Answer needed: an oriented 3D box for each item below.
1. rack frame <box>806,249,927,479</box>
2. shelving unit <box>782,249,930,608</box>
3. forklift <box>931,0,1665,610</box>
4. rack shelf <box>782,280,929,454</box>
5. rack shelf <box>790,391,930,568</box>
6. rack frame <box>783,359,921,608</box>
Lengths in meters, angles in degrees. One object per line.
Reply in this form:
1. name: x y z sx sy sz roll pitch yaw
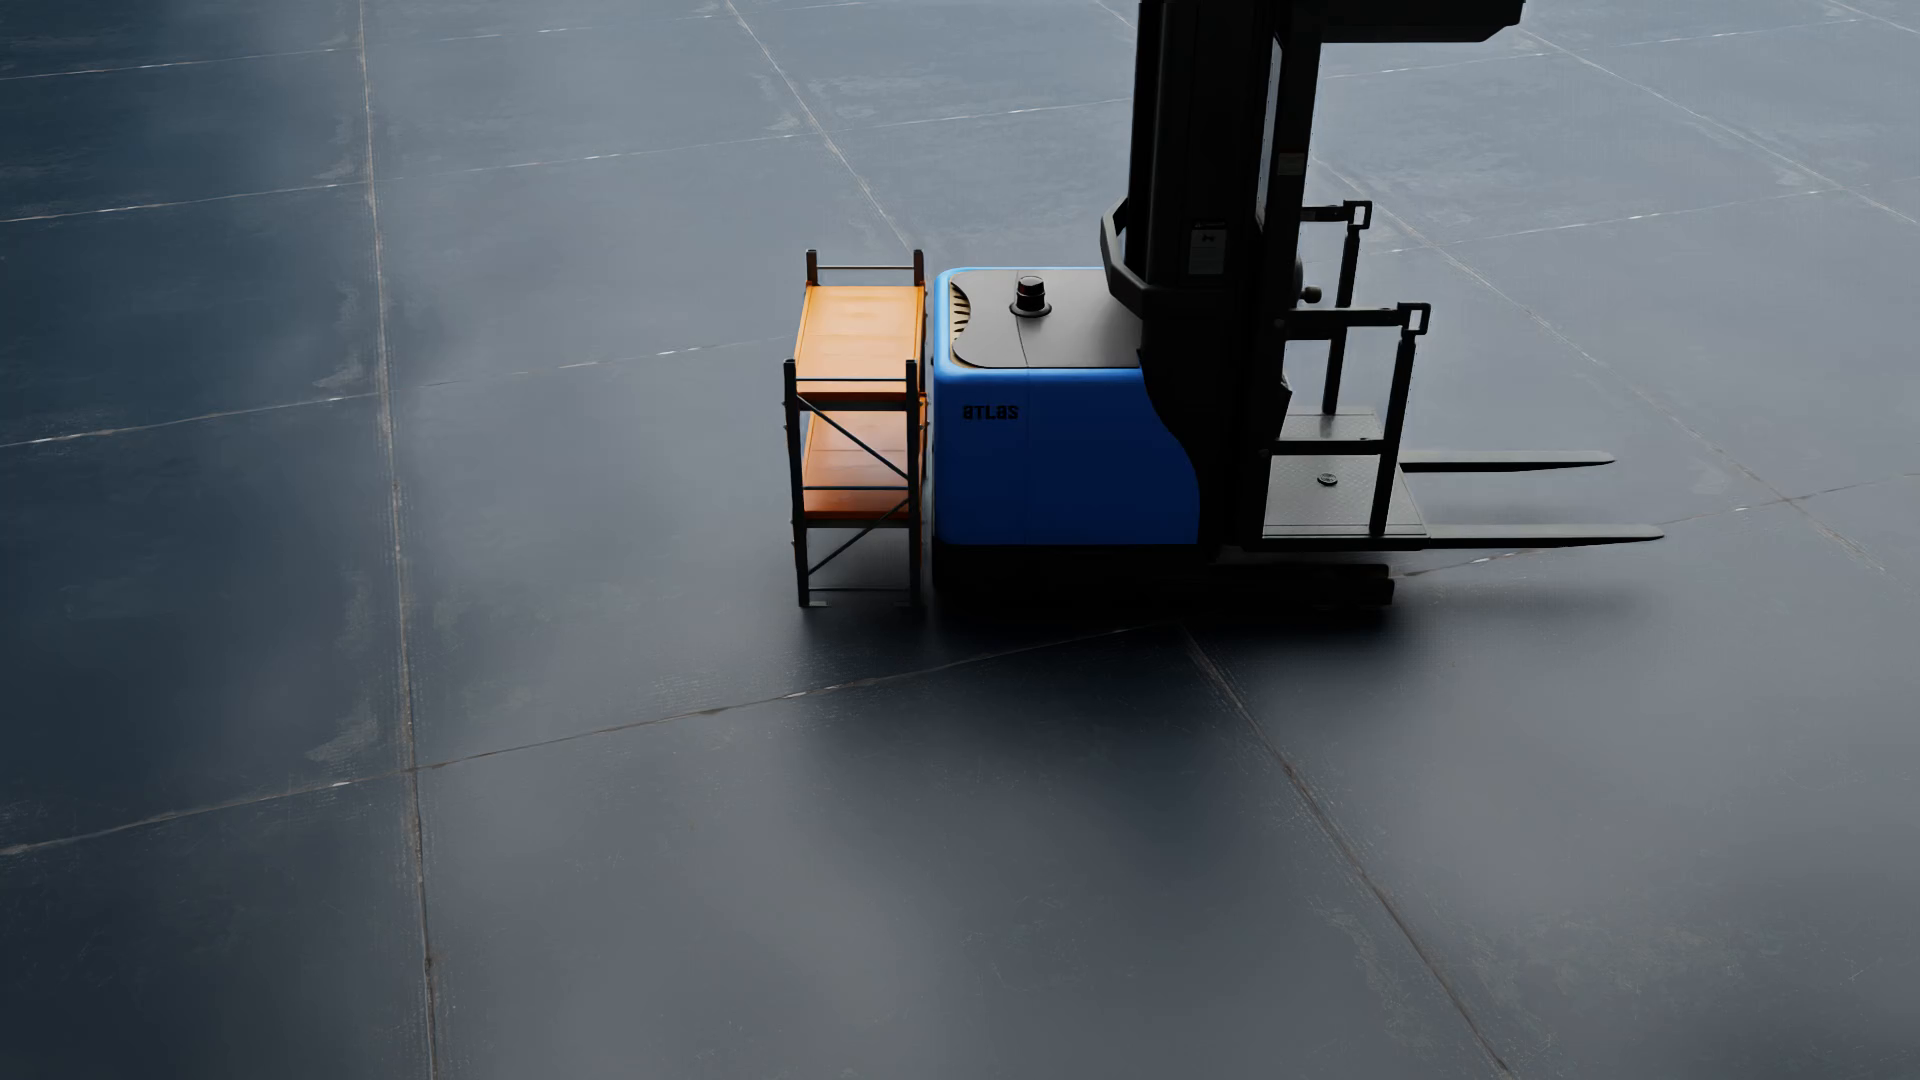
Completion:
1. rack frame: -0.404 -0.761 7.382 0.500 1.125 0.032 0 33 0
2. shelving unit: -0.408 -0.481 6.958 0.538 1.125 1.048 0 33 0
3. forklift: 1.397 -1.230 6.452 3.031 2.935 1.130 0 33 0
4. rack shelf: -0.408 -0.725 6.797 0.538 0.278 1.000 0 33 0
5. rack shelf: -0.408 -0.277 7.093 0.538 0.278 1.000 0 33 0
6. rack frame: -0.411 -0.201 6.534 0.500 1.125 0.032 0 33 0
